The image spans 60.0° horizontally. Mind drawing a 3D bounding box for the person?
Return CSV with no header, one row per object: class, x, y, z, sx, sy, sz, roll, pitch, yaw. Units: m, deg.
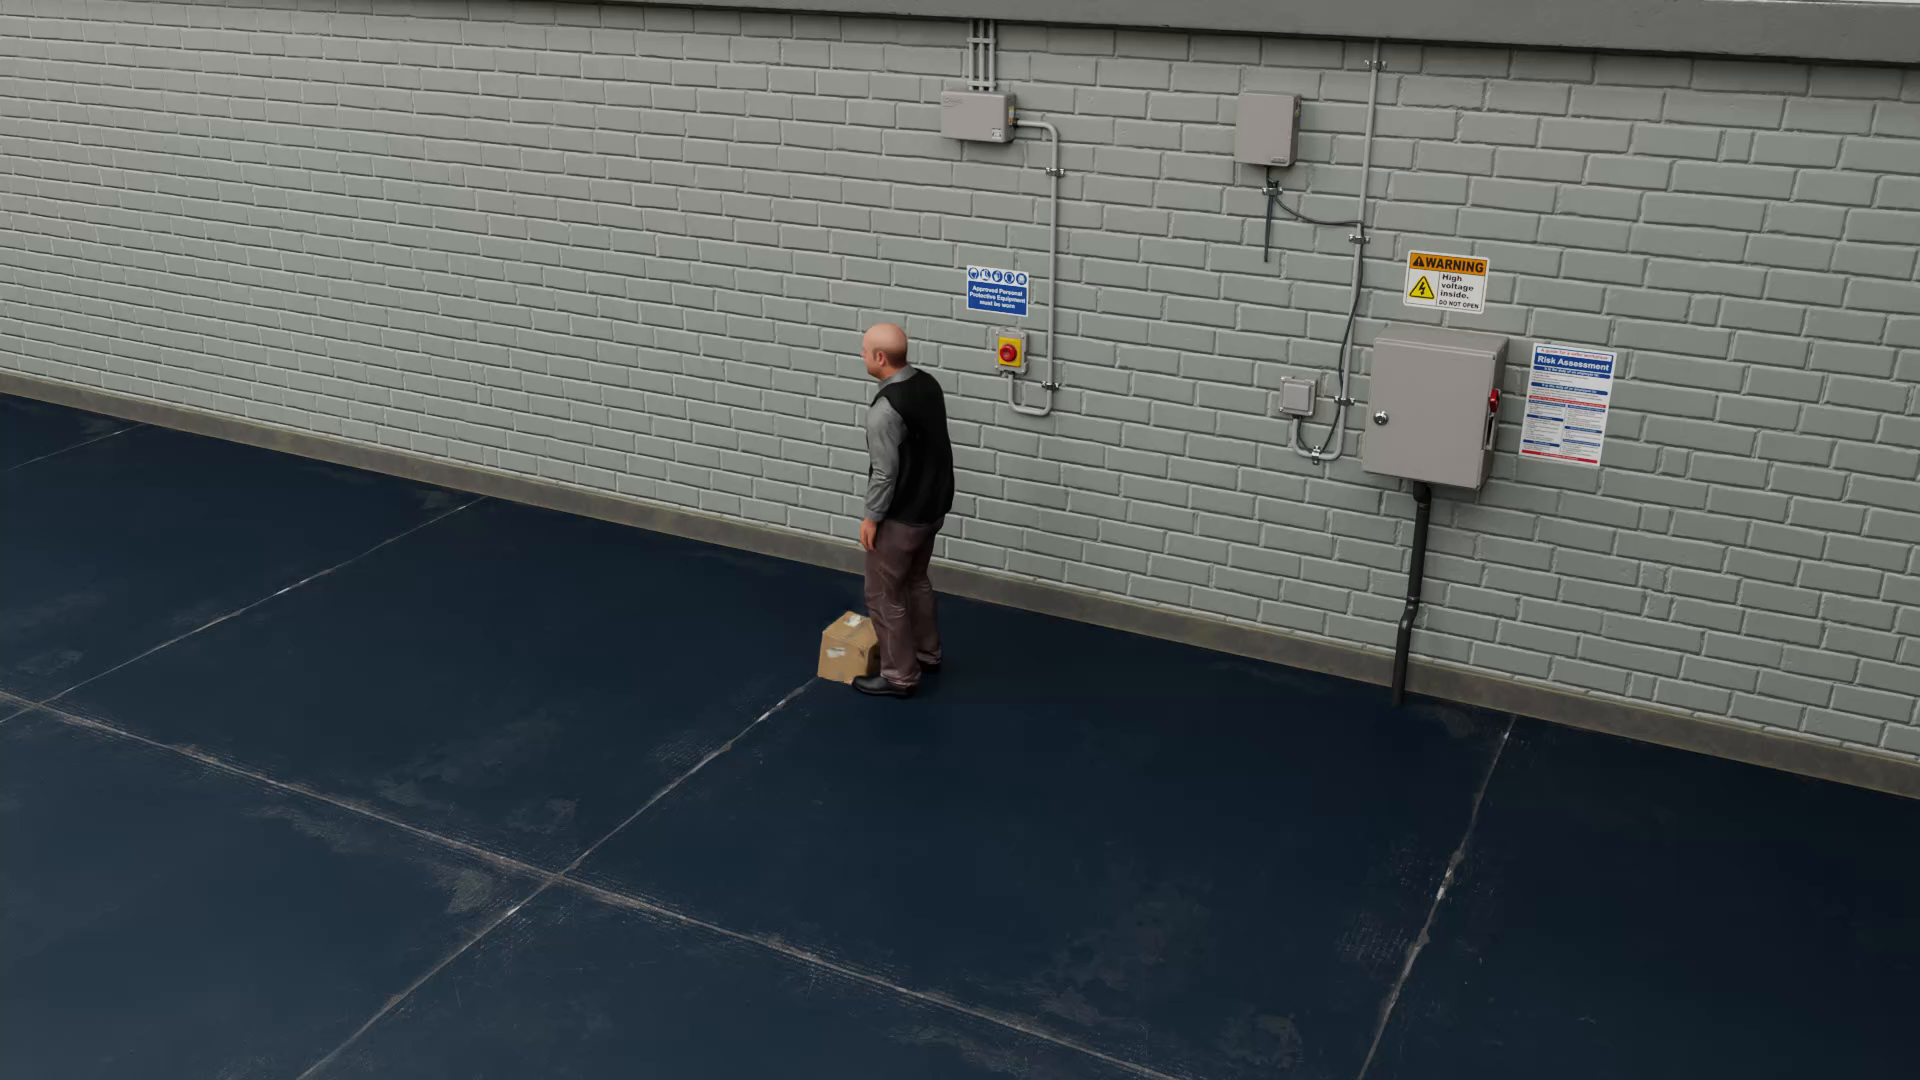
person,-0.246,-0.127,7.429,0.420,1.721,0.570,10,25,23
